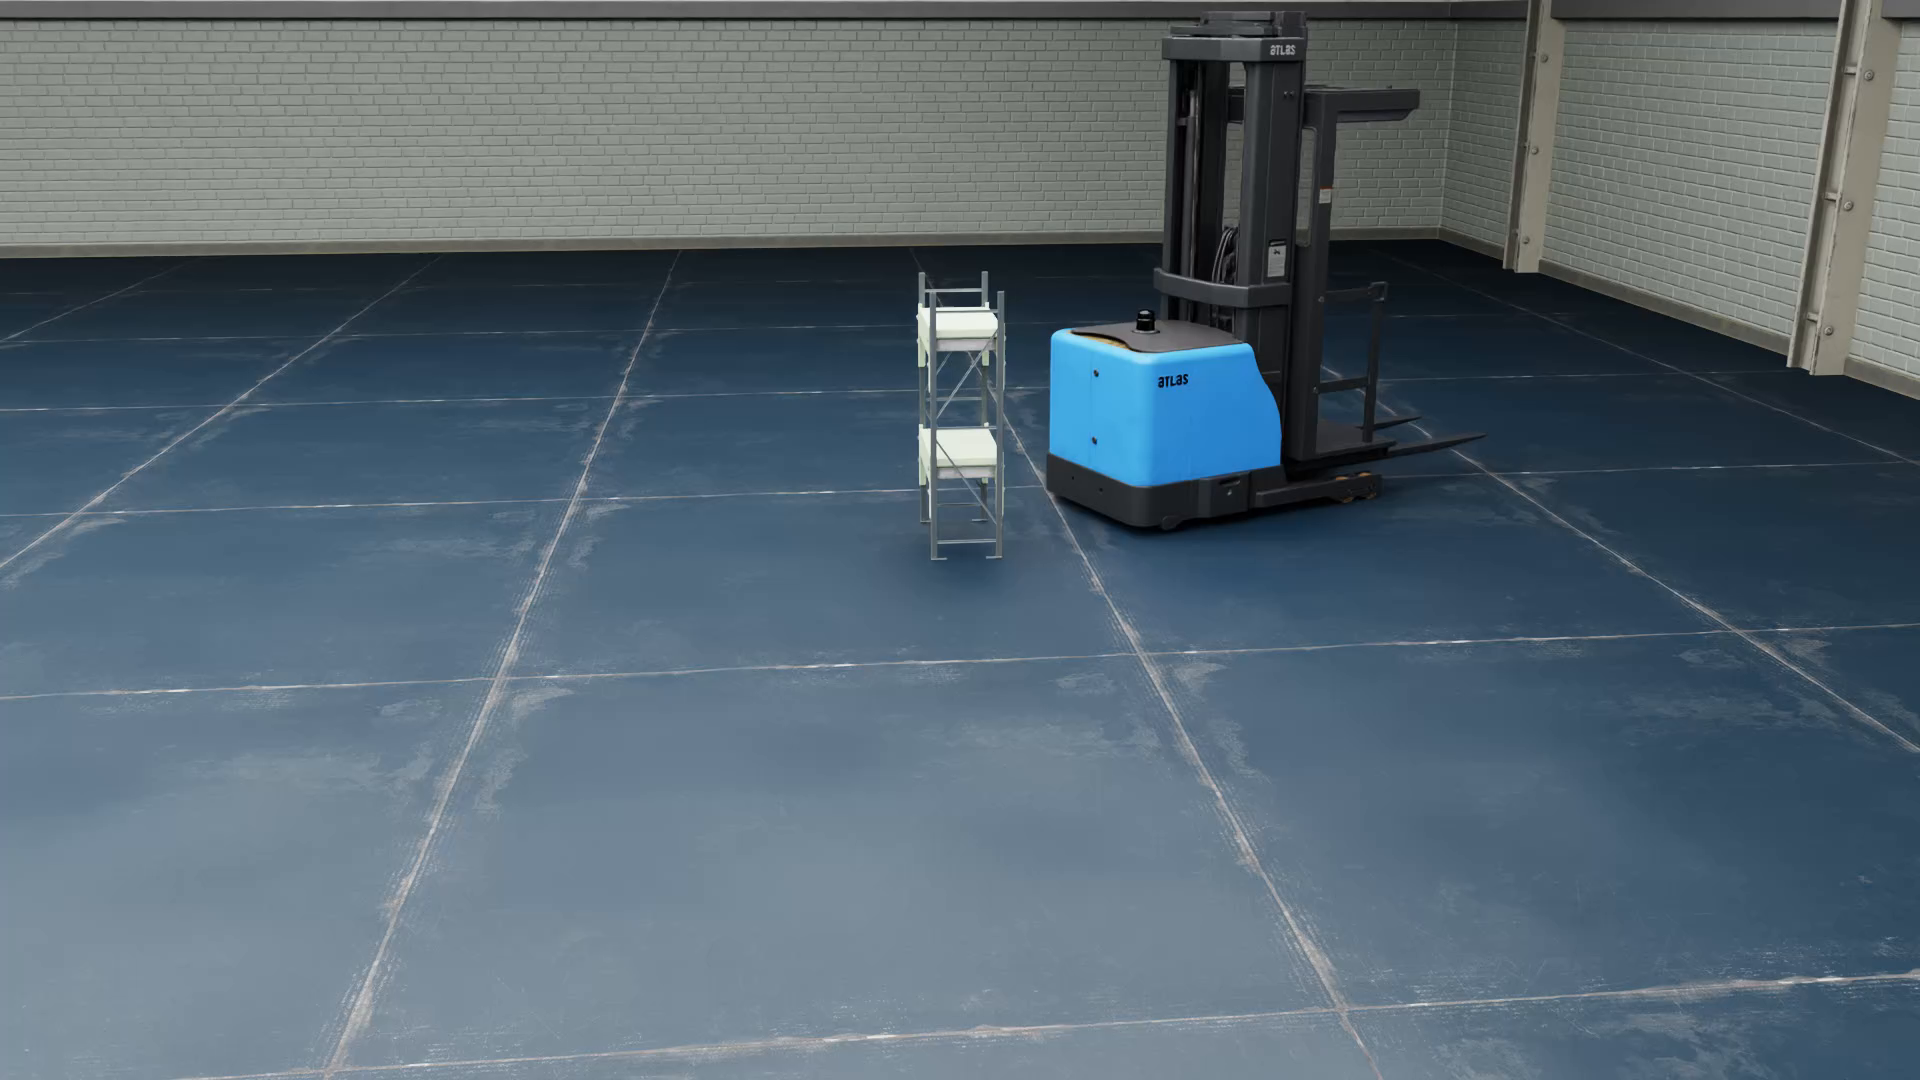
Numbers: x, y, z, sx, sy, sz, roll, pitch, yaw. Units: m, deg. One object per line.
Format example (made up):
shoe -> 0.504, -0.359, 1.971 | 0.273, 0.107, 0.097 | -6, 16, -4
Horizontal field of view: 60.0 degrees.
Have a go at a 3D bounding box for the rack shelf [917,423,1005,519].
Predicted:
rack shelf -> -0.001, -0.407, 9.556 | 0.431, 0.370, 0.720 | -2, 18, -6

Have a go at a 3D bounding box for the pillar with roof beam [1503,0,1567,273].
pillar with roof beam -> 2.483, -7.412, 18.264 | 9.100, 9.000, 0.400 | -2, 18, -6

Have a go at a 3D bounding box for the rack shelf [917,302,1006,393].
rack shelf -> -0.001, -1.090, 9.342 | 0.431, 0.370, 0.720 | -2, 18, -6

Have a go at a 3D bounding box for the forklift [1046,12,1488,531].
forklift -> 2.078, -1.756, 10.379 | 3.031, 2.935, 1.130 | -10, 20, -28

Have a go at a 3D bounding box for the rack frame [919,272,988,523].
rack frame -> -0.038, -0.827, 9.806 | 0.400, 1.500, 0.023 | -2, 18, -6

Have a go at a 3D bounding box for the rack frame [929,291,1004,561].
rack frame -> 0.037, -0.609, 9.111 | 0.400, 1.500, 0.023 | -2, 18, -6

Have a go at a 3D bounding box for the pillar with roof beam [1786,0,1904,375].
pillar with roof beam -> 3.101, -5.625, 12.570 | 9.100, 9.000, 0.400 | -2, 18, -6

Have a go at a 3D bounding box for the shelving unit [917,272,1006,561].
shelving unit -> -0.001, -0.718, 9.459 | 0.431, 1.500, 0.755 | -2, 18, -6
